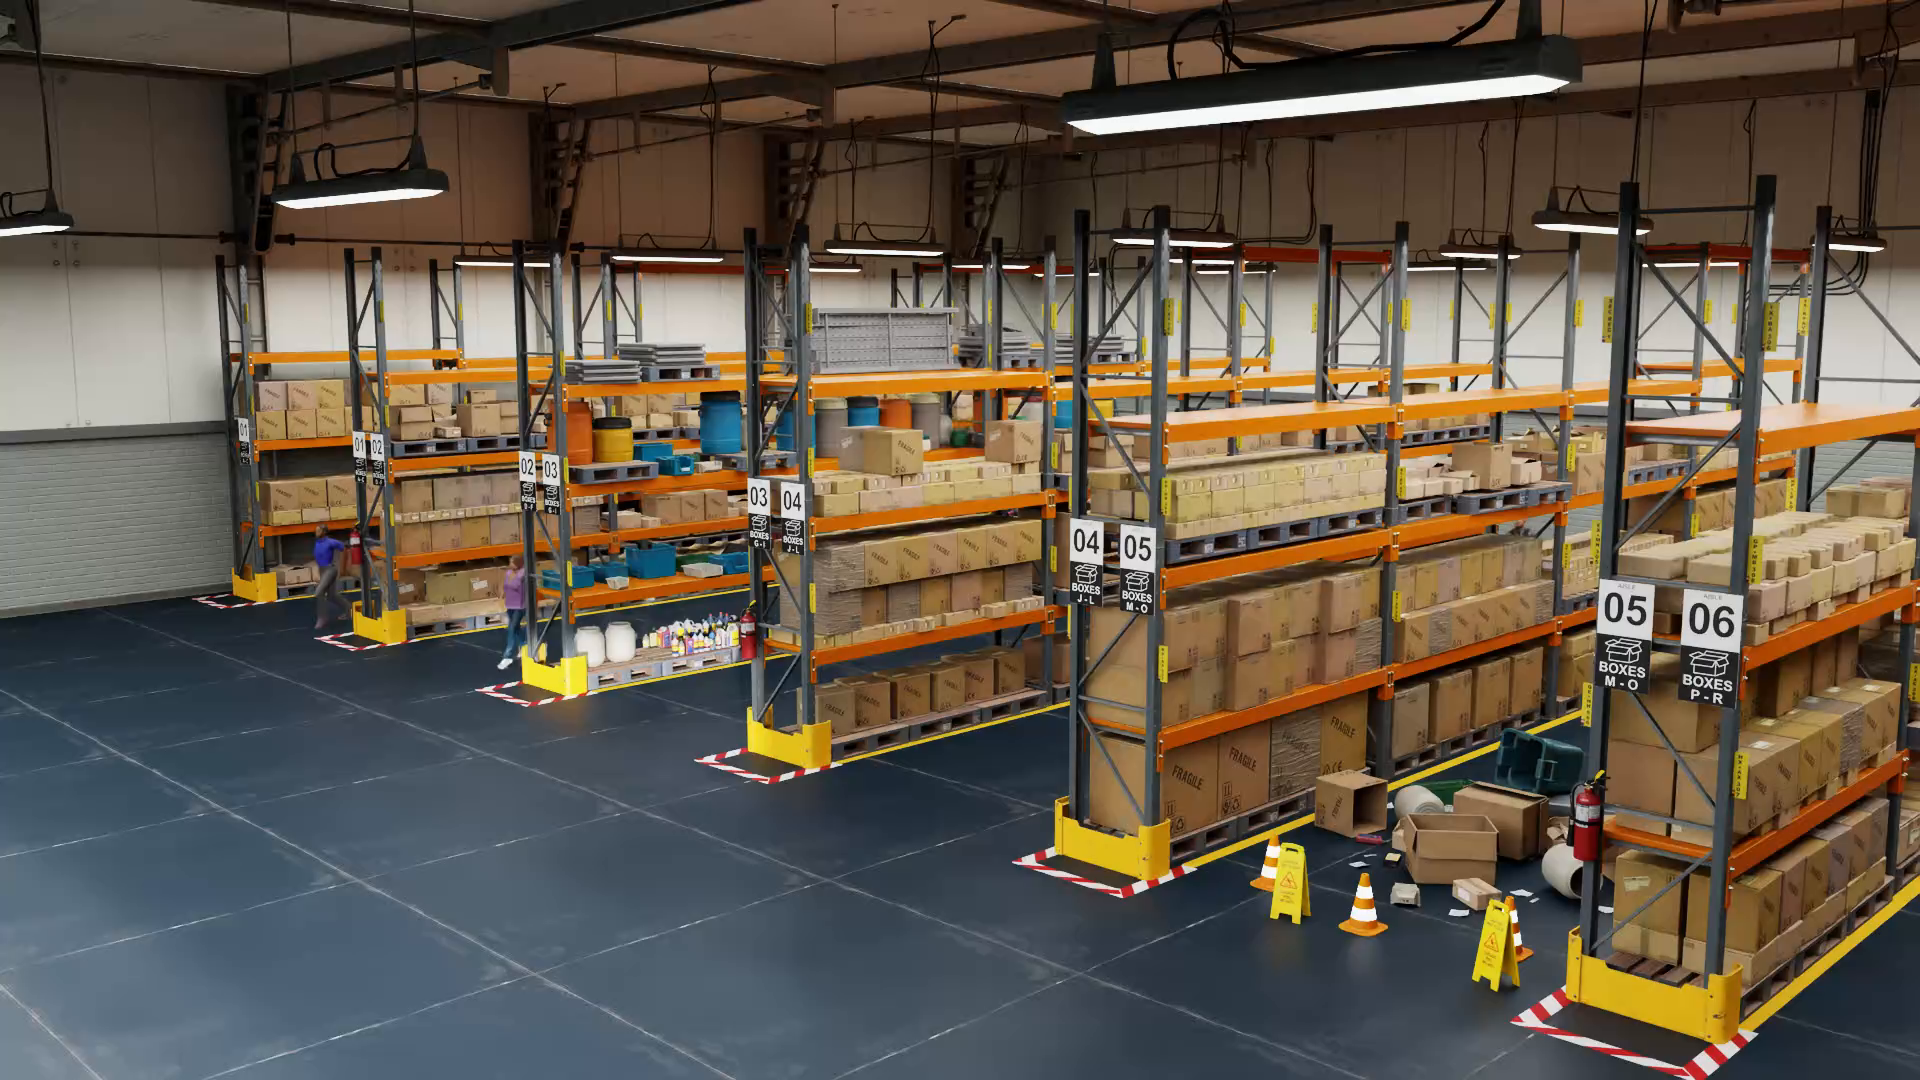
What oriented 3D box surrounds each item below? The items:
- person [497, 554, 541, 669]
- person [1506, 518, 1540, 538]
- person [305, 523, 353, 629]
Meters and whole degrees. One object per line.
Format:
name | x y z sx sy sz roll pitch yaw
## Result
person | -6.329 1.004 23.856 0.585 1.605 0.787 5 9 30
person | 9.353 0.411 27.770 0.690 1.677 0.526 7 11 41
person | -10.180 0.564 26.877 0.590 1.694 0.814 7 10 39
